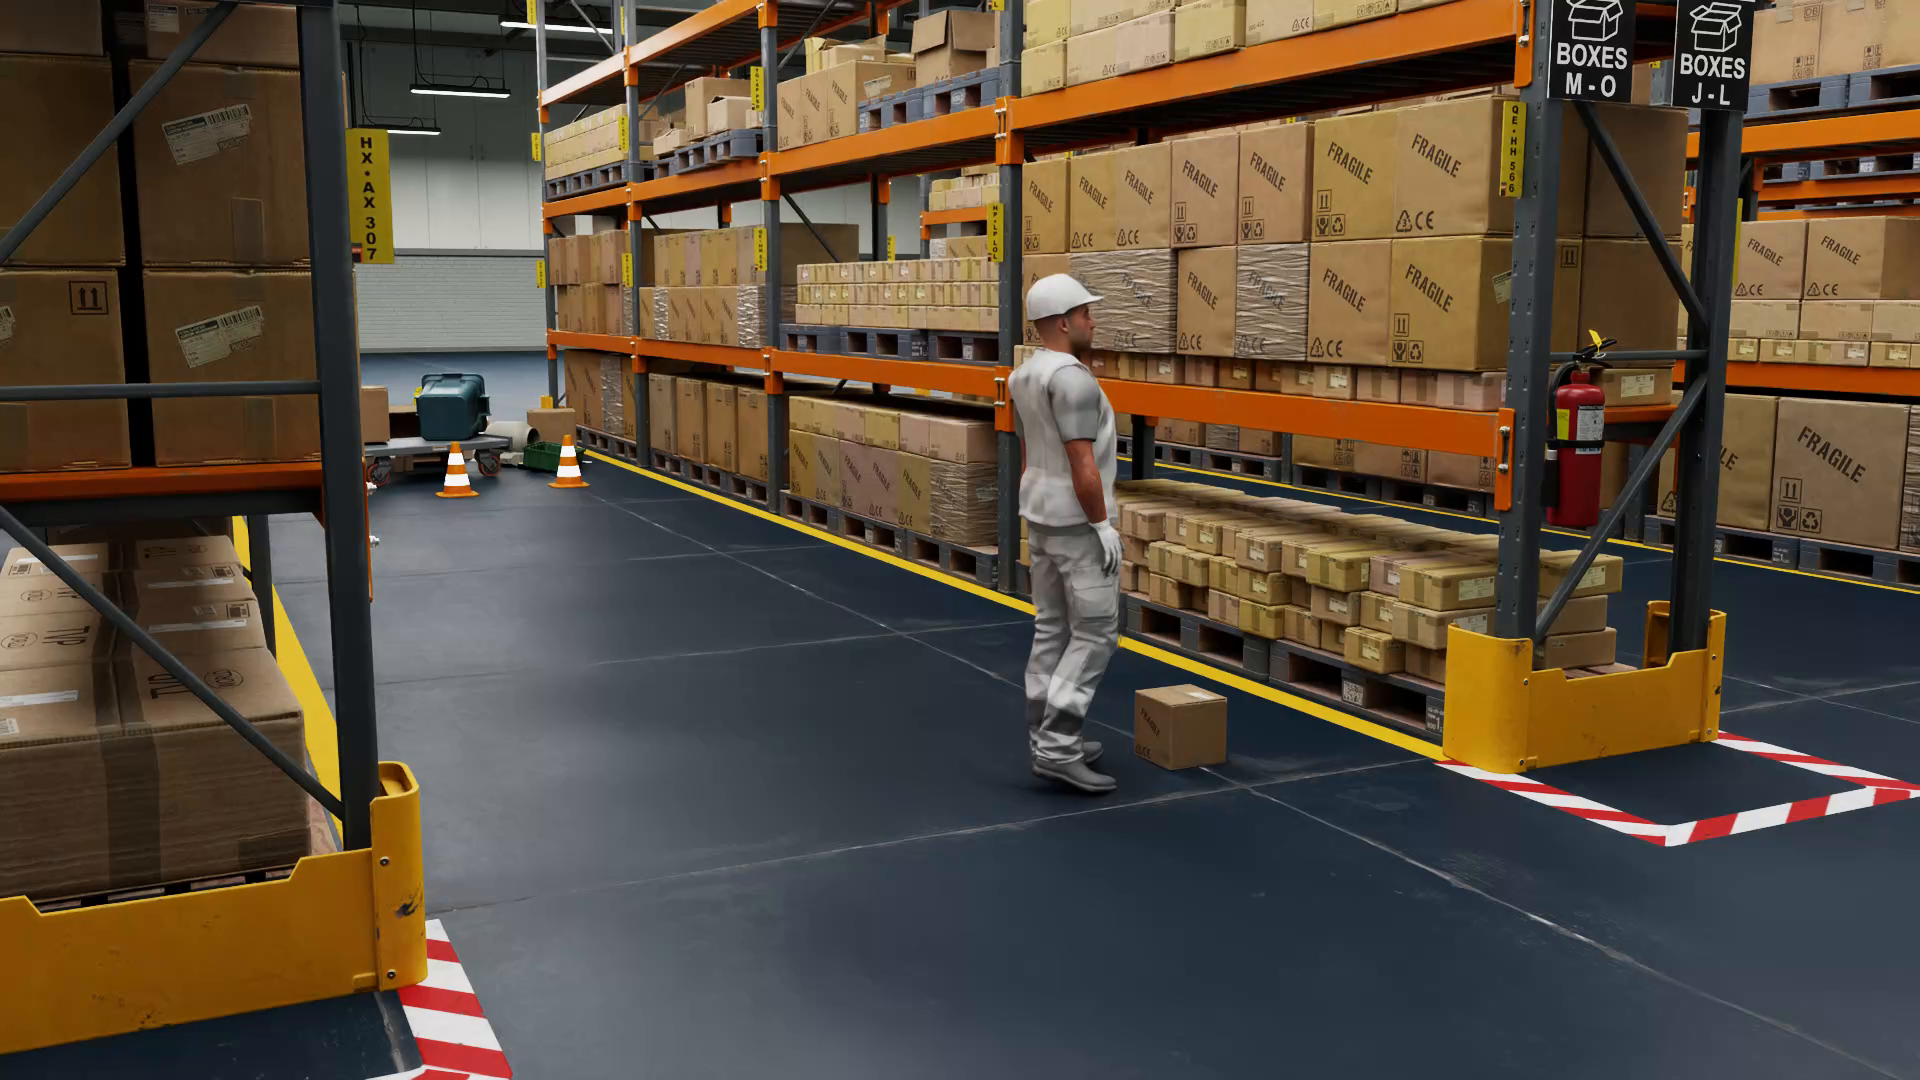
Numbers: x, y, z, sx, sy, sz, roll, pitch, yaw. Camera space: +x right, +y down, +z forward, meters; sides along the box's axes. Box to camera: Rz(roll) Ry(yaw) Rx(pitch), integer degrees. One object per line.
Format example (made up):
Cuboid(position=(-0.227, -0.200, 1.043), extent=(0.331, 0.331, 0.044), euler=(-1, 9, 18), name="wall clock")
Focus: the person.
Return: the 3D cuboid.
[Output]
Cuboid(position=(0.382, -0.039, 5.942), extent=(0.381, 1.804, 0.576), euler=(-3, 9, -21), name="person")
